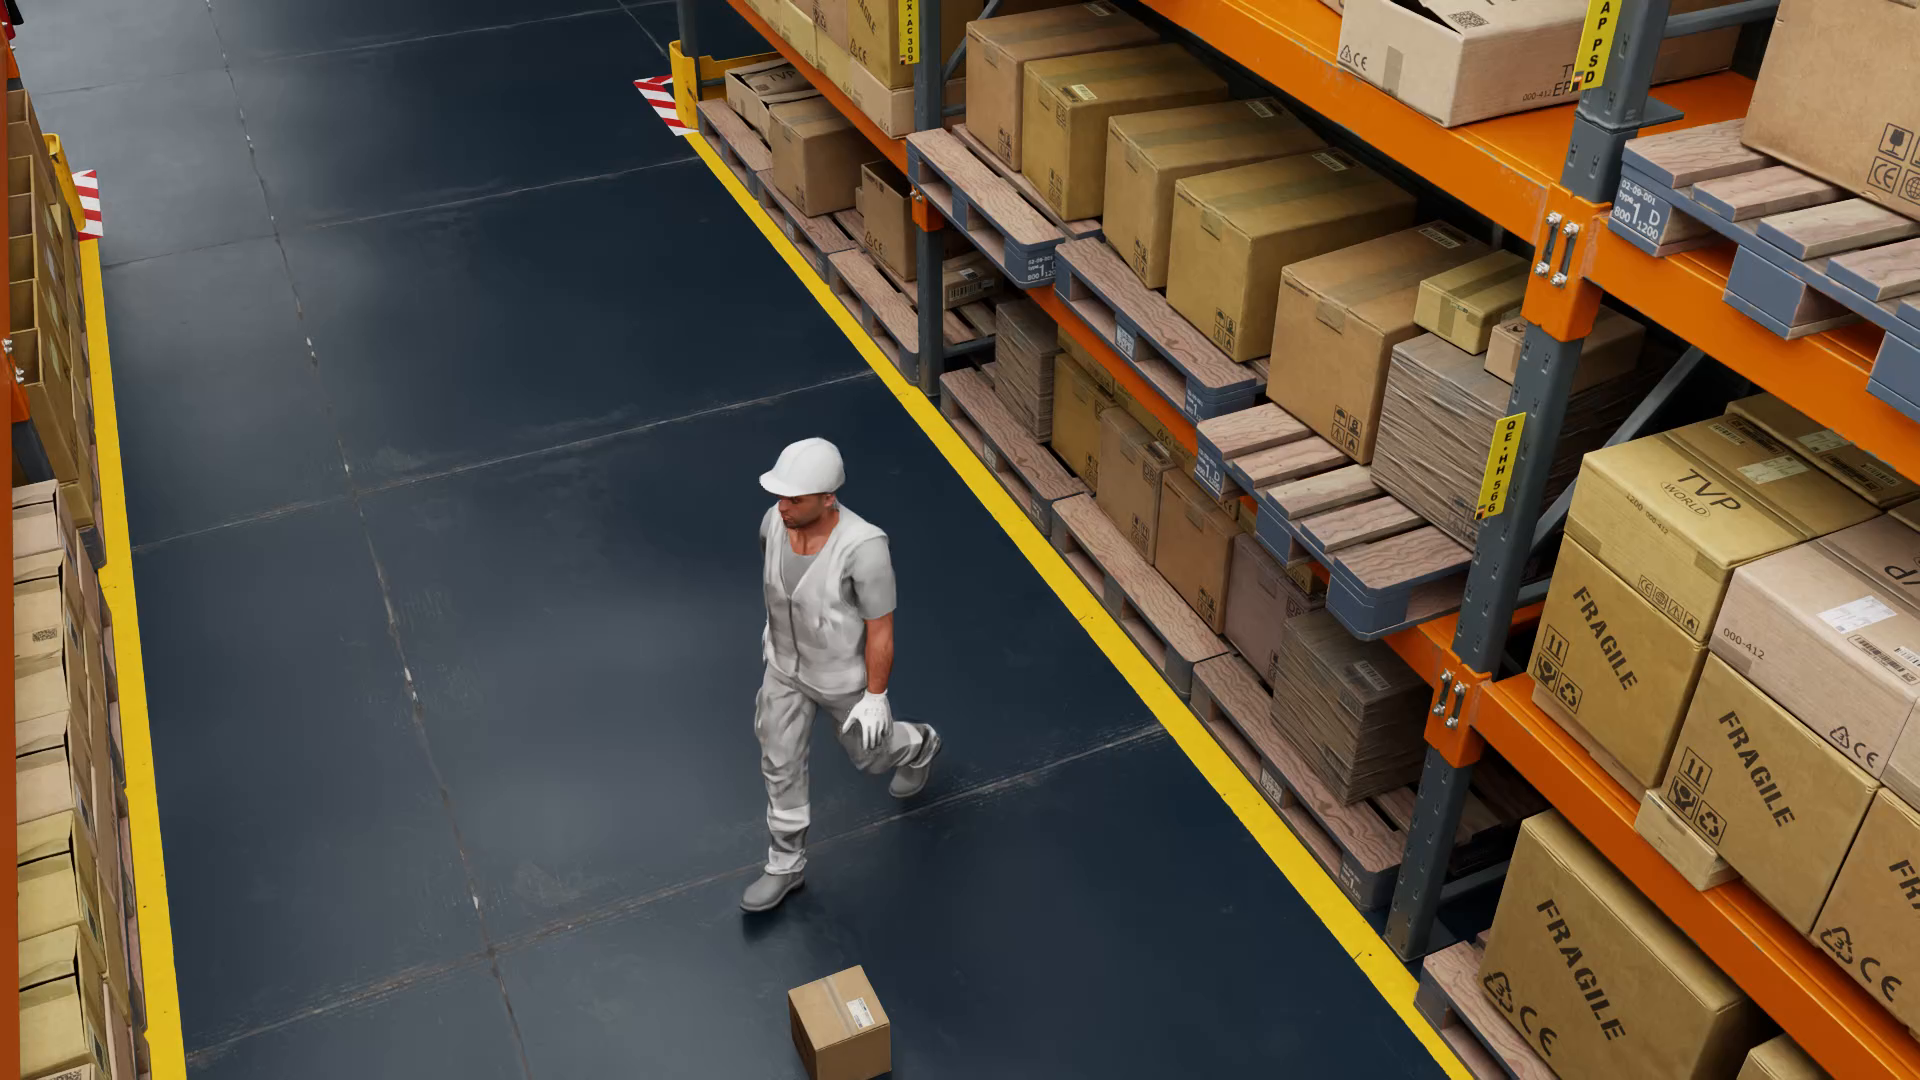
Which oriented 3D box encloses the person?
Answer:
[{"bbox_3d":[-0.454,0.404,5.601,0.650,1.765,0.988,20,41,25],"label":"person"}]
